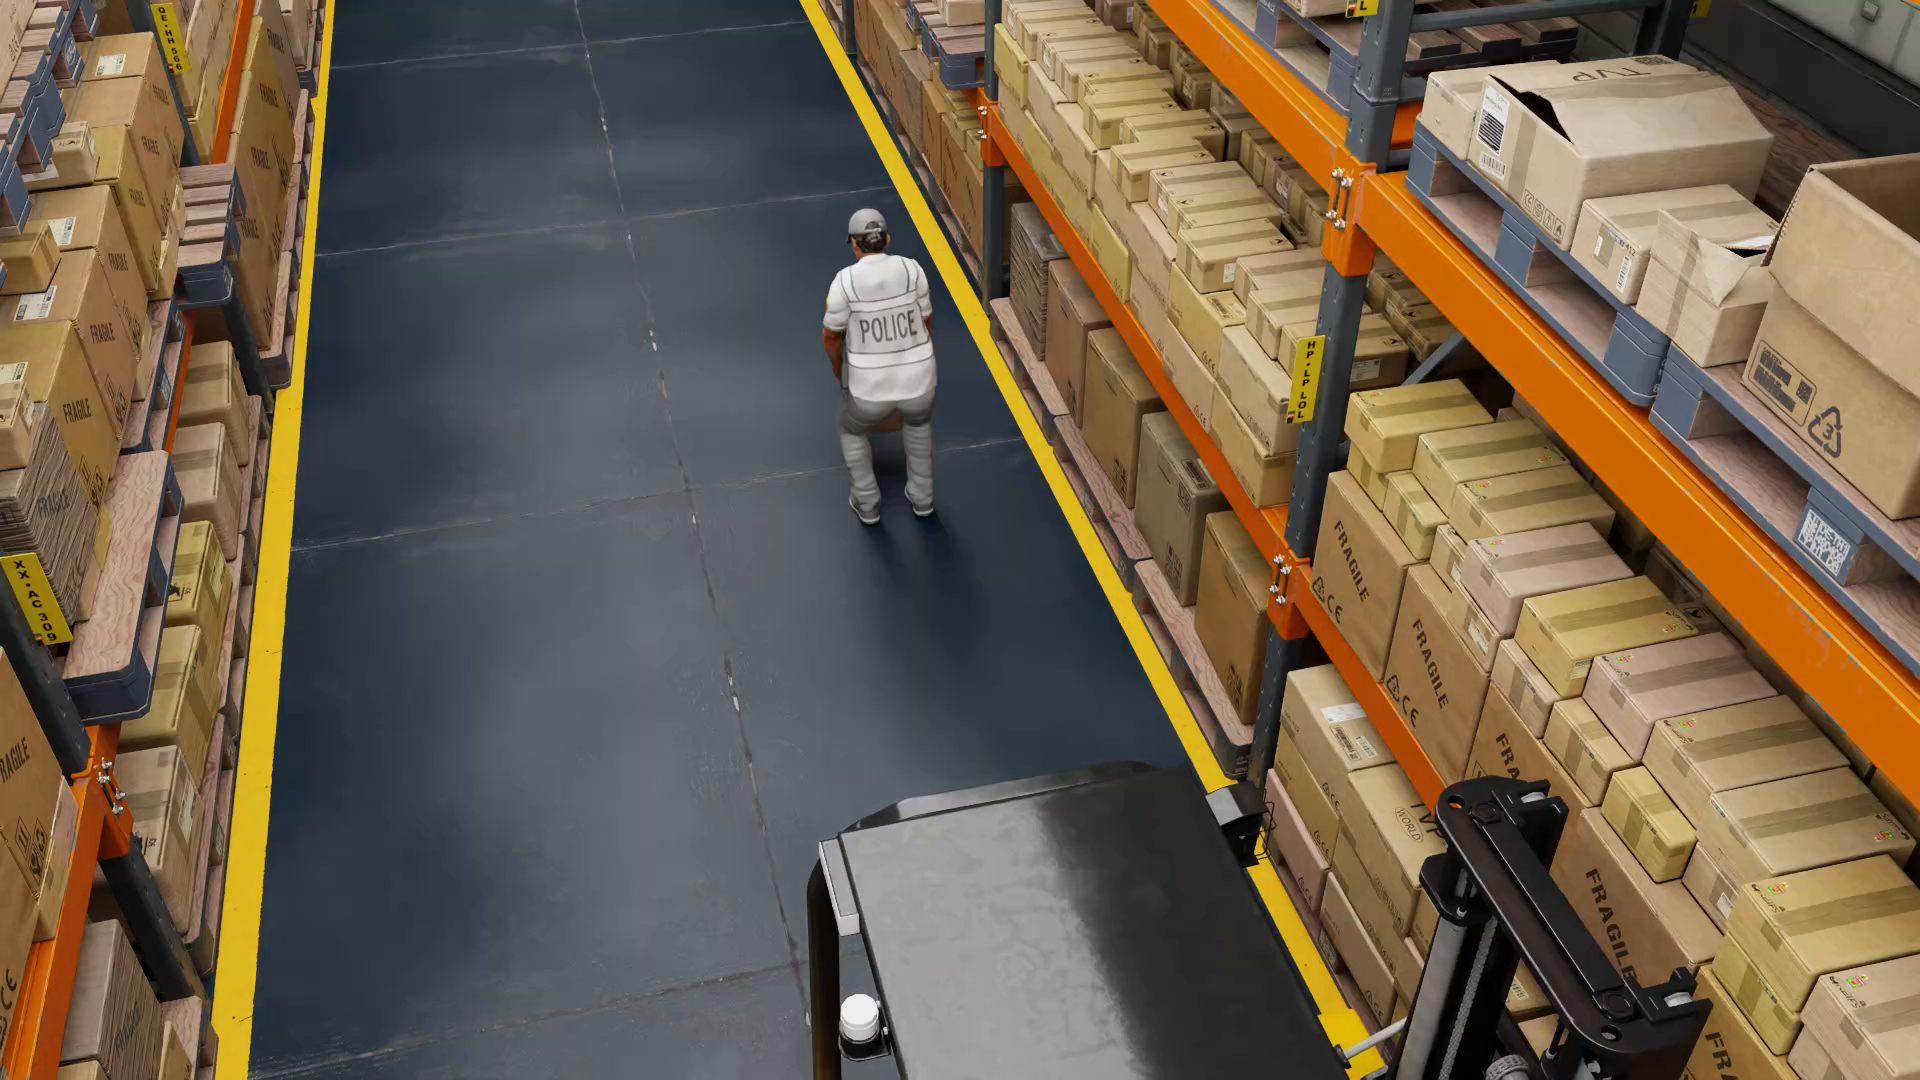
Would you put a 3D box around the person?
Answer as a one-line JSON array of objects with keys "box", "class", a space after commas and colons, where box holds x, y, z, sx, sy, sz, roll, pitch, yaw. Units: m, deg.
[{"box": [-0.375, -0.776, 7.801, 0.519, 1.541, 0.591, -8, 39, -10], "class": "person"}]
